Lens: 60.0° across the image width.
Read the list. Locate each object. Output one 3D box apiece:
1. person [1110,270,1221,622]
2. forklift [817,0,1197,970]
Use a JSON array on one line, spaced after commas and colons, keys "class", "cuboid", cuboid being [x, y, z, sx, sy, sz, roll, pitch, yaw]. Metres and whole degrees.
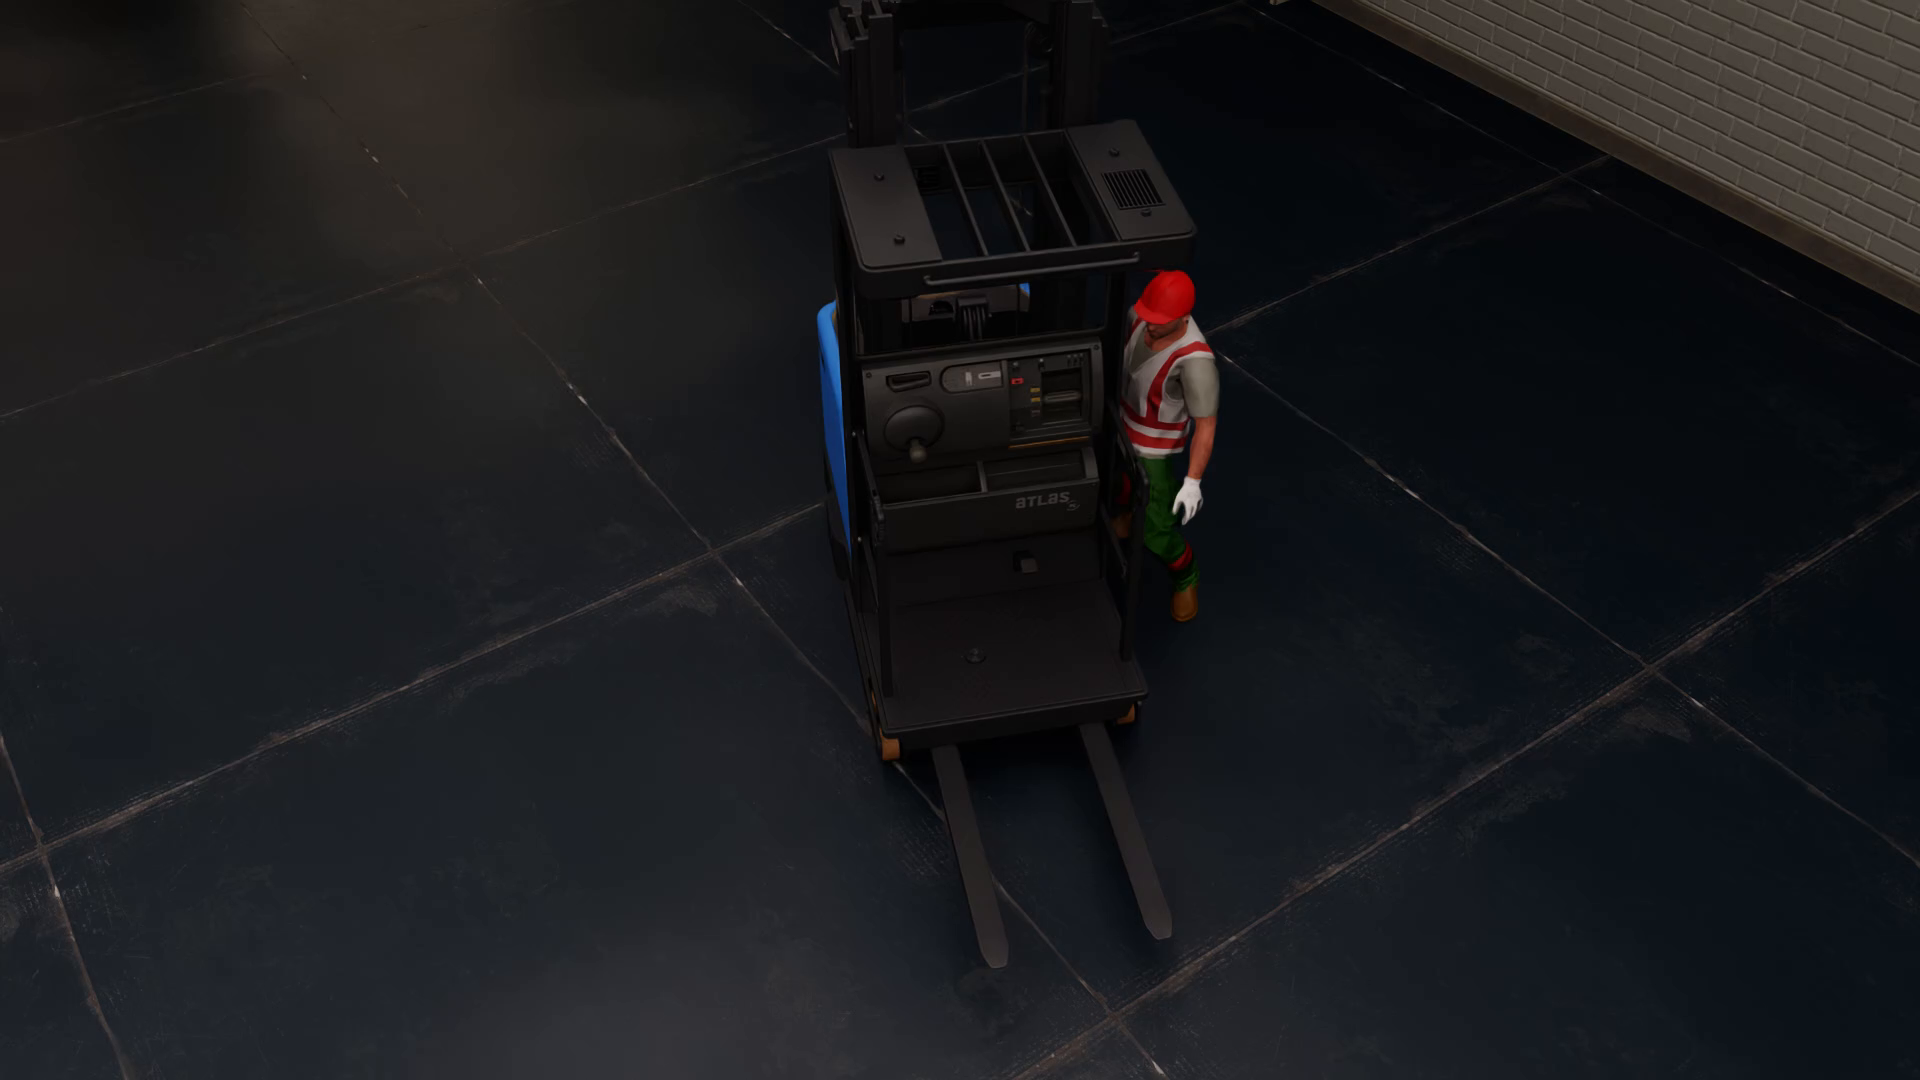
[{"class": "person", "cuboid": [0.807, -0.495, 7.172, 0.490, 1.692, 0.923, -19, 46, -19]}, {"class": "forklift", "cuboid": [0.138, -0.442, 6.195, 1.130, 2.935, 3.031, -8, 43, -8]}]
